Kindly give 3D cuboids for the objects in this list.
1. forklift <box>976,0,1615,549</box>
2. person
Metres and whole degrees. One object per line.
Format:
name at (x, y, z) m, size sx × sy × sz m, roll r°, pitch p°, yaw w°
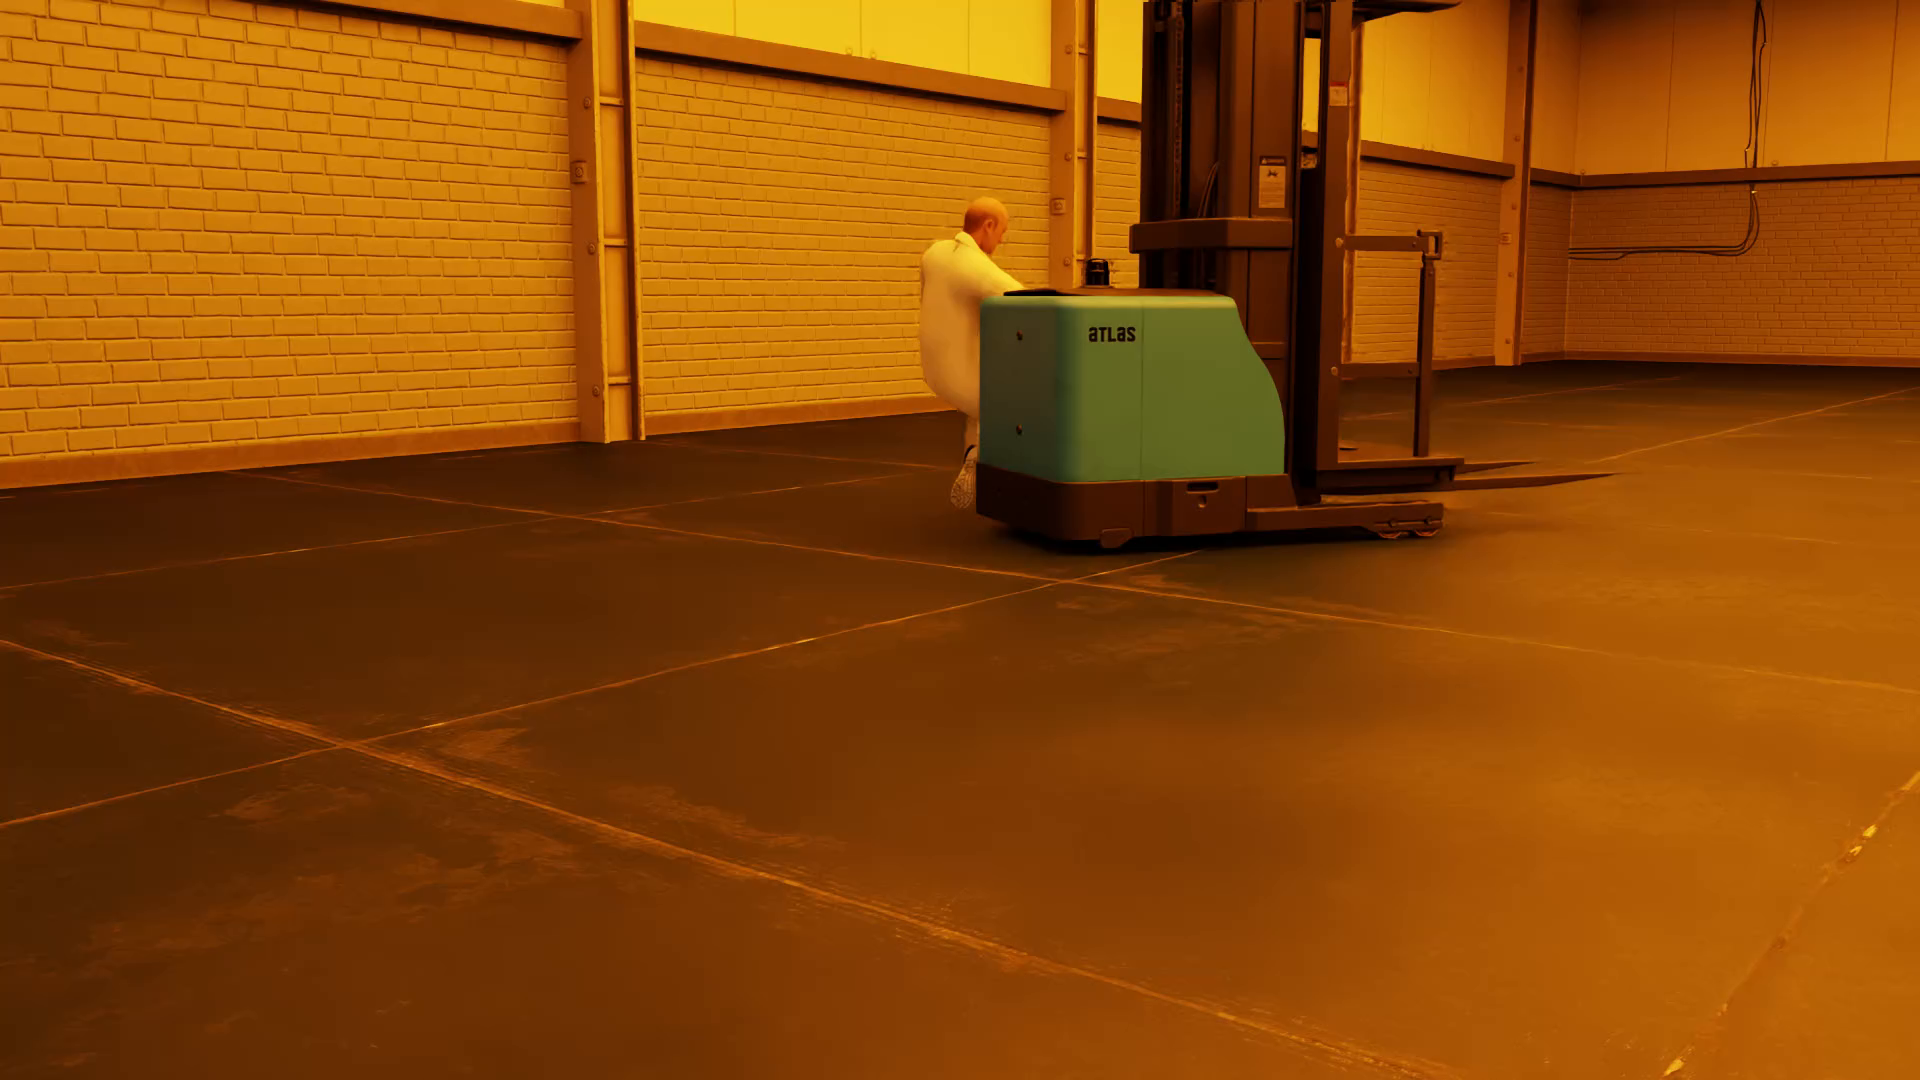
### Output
forklift at (1.647, -1.520, 7.671) m, size 3.031 × 2.935 × 1.130 m, roll -3°, pitch 9°, yaw -20°
person at (0.225, -0.875, 8.084) m, size 0.815 × 1.538 × 0.944 m, roll -5°, pitch 10°, yaw -31°
